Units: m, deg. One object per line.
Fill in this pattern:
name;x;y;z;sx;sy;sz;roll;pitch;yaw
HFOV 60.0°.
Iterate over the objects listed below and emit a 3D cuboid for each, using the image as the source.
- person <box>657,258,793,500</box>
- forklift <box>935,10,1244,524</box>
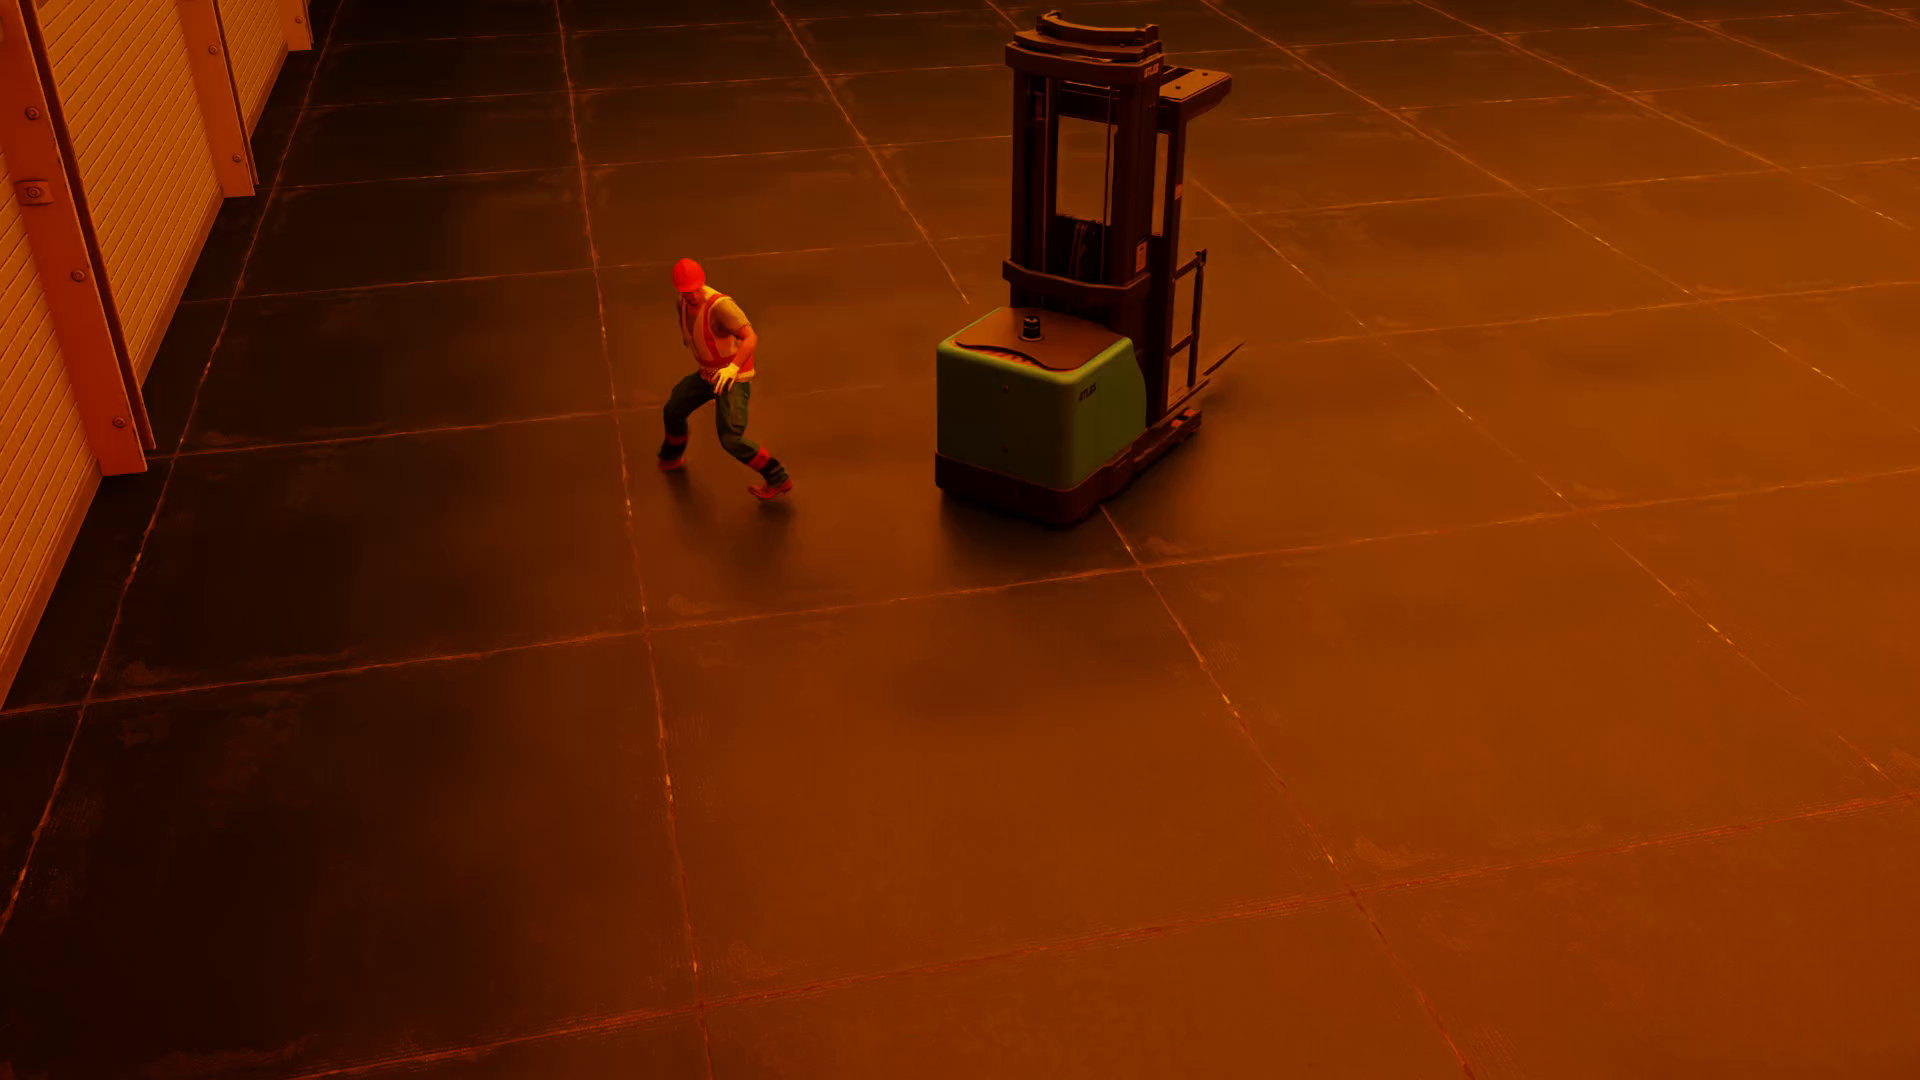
person;-1.631;-1.046;10.787;0.552;1.713;1.168;-21;36;-32
forklift;1.062;-2.064;11.139;1.130;2.935;3.031;18;35;28
